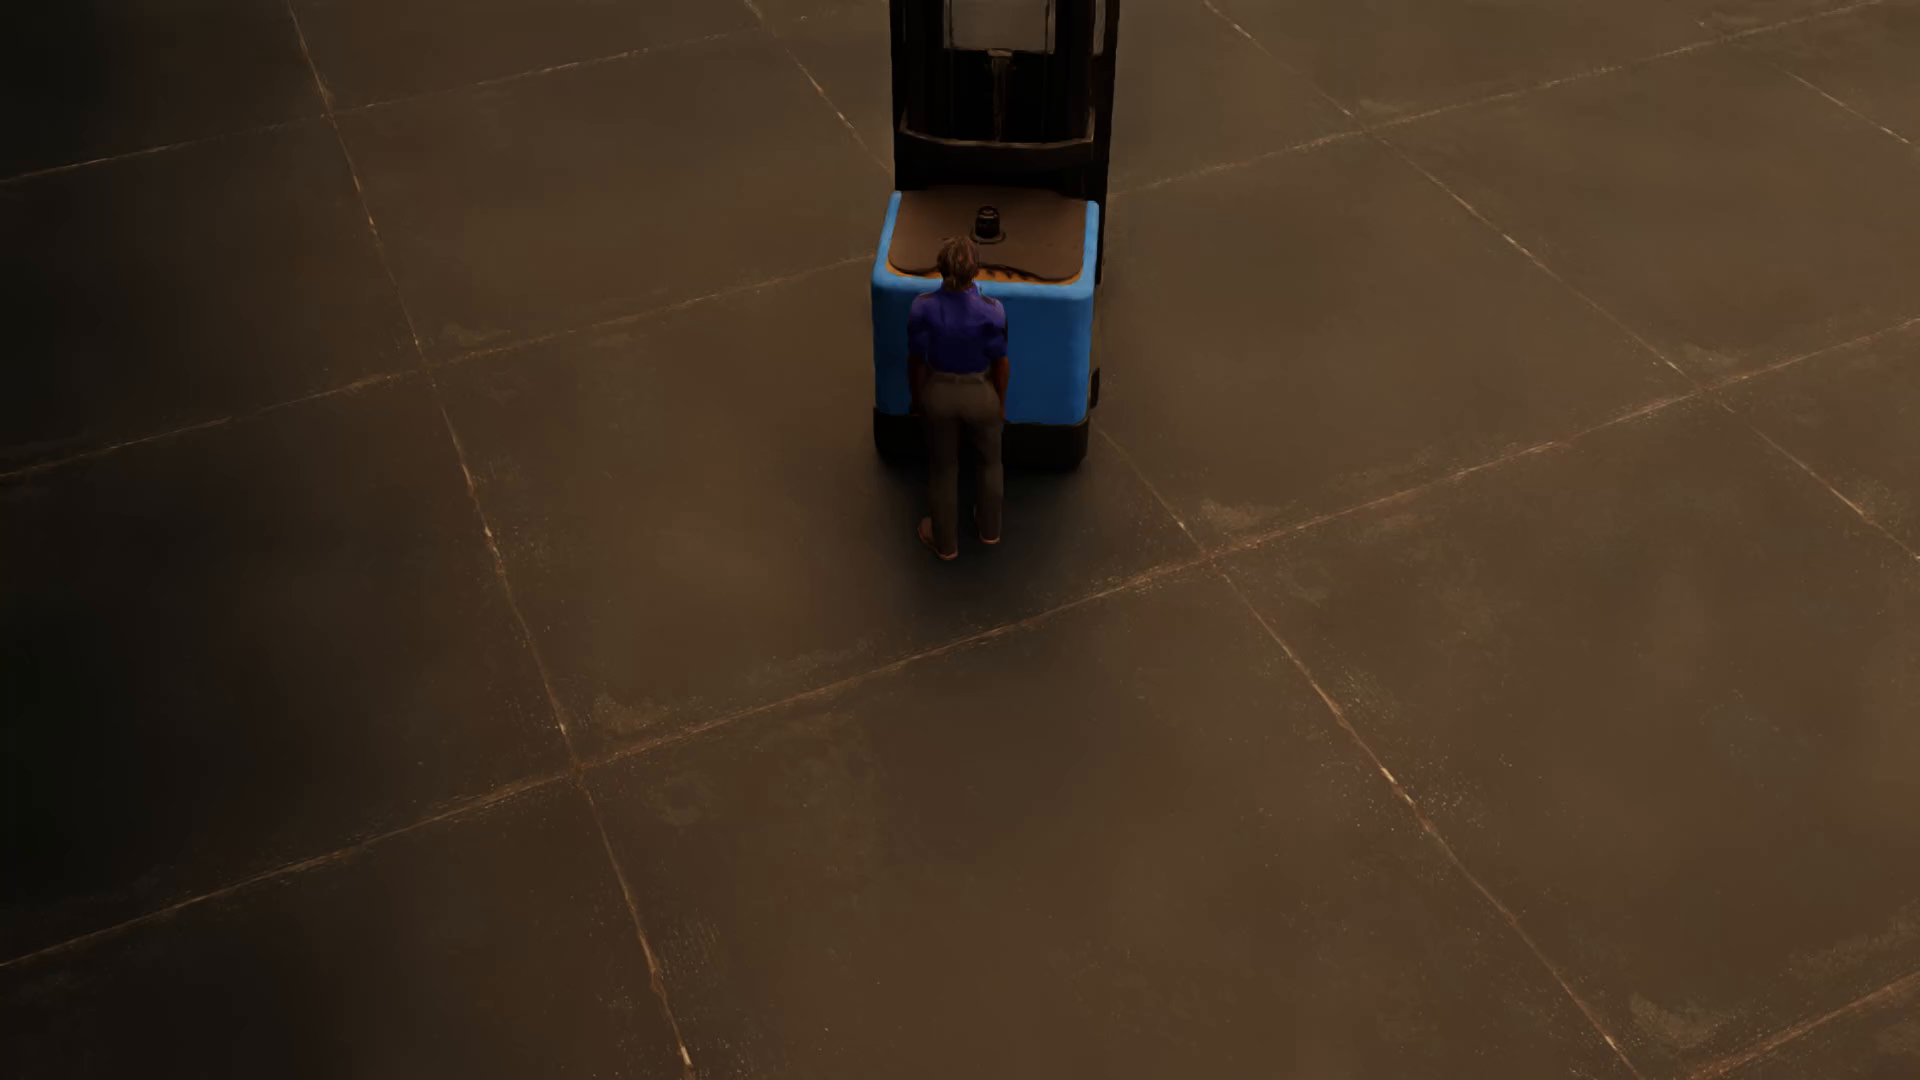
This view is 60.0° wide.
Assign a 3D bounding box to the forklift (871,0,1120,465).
[{"bbox_3d":[0.235,-2.442,8.296,1.130,2.935,3.031,4,43,4],"label":"forklift"}]

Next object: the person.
[{"bbox_3d":[-0.002,-0.637,7.301,0.439,1.661,0.417,4,43,4],"label":"person"}]
